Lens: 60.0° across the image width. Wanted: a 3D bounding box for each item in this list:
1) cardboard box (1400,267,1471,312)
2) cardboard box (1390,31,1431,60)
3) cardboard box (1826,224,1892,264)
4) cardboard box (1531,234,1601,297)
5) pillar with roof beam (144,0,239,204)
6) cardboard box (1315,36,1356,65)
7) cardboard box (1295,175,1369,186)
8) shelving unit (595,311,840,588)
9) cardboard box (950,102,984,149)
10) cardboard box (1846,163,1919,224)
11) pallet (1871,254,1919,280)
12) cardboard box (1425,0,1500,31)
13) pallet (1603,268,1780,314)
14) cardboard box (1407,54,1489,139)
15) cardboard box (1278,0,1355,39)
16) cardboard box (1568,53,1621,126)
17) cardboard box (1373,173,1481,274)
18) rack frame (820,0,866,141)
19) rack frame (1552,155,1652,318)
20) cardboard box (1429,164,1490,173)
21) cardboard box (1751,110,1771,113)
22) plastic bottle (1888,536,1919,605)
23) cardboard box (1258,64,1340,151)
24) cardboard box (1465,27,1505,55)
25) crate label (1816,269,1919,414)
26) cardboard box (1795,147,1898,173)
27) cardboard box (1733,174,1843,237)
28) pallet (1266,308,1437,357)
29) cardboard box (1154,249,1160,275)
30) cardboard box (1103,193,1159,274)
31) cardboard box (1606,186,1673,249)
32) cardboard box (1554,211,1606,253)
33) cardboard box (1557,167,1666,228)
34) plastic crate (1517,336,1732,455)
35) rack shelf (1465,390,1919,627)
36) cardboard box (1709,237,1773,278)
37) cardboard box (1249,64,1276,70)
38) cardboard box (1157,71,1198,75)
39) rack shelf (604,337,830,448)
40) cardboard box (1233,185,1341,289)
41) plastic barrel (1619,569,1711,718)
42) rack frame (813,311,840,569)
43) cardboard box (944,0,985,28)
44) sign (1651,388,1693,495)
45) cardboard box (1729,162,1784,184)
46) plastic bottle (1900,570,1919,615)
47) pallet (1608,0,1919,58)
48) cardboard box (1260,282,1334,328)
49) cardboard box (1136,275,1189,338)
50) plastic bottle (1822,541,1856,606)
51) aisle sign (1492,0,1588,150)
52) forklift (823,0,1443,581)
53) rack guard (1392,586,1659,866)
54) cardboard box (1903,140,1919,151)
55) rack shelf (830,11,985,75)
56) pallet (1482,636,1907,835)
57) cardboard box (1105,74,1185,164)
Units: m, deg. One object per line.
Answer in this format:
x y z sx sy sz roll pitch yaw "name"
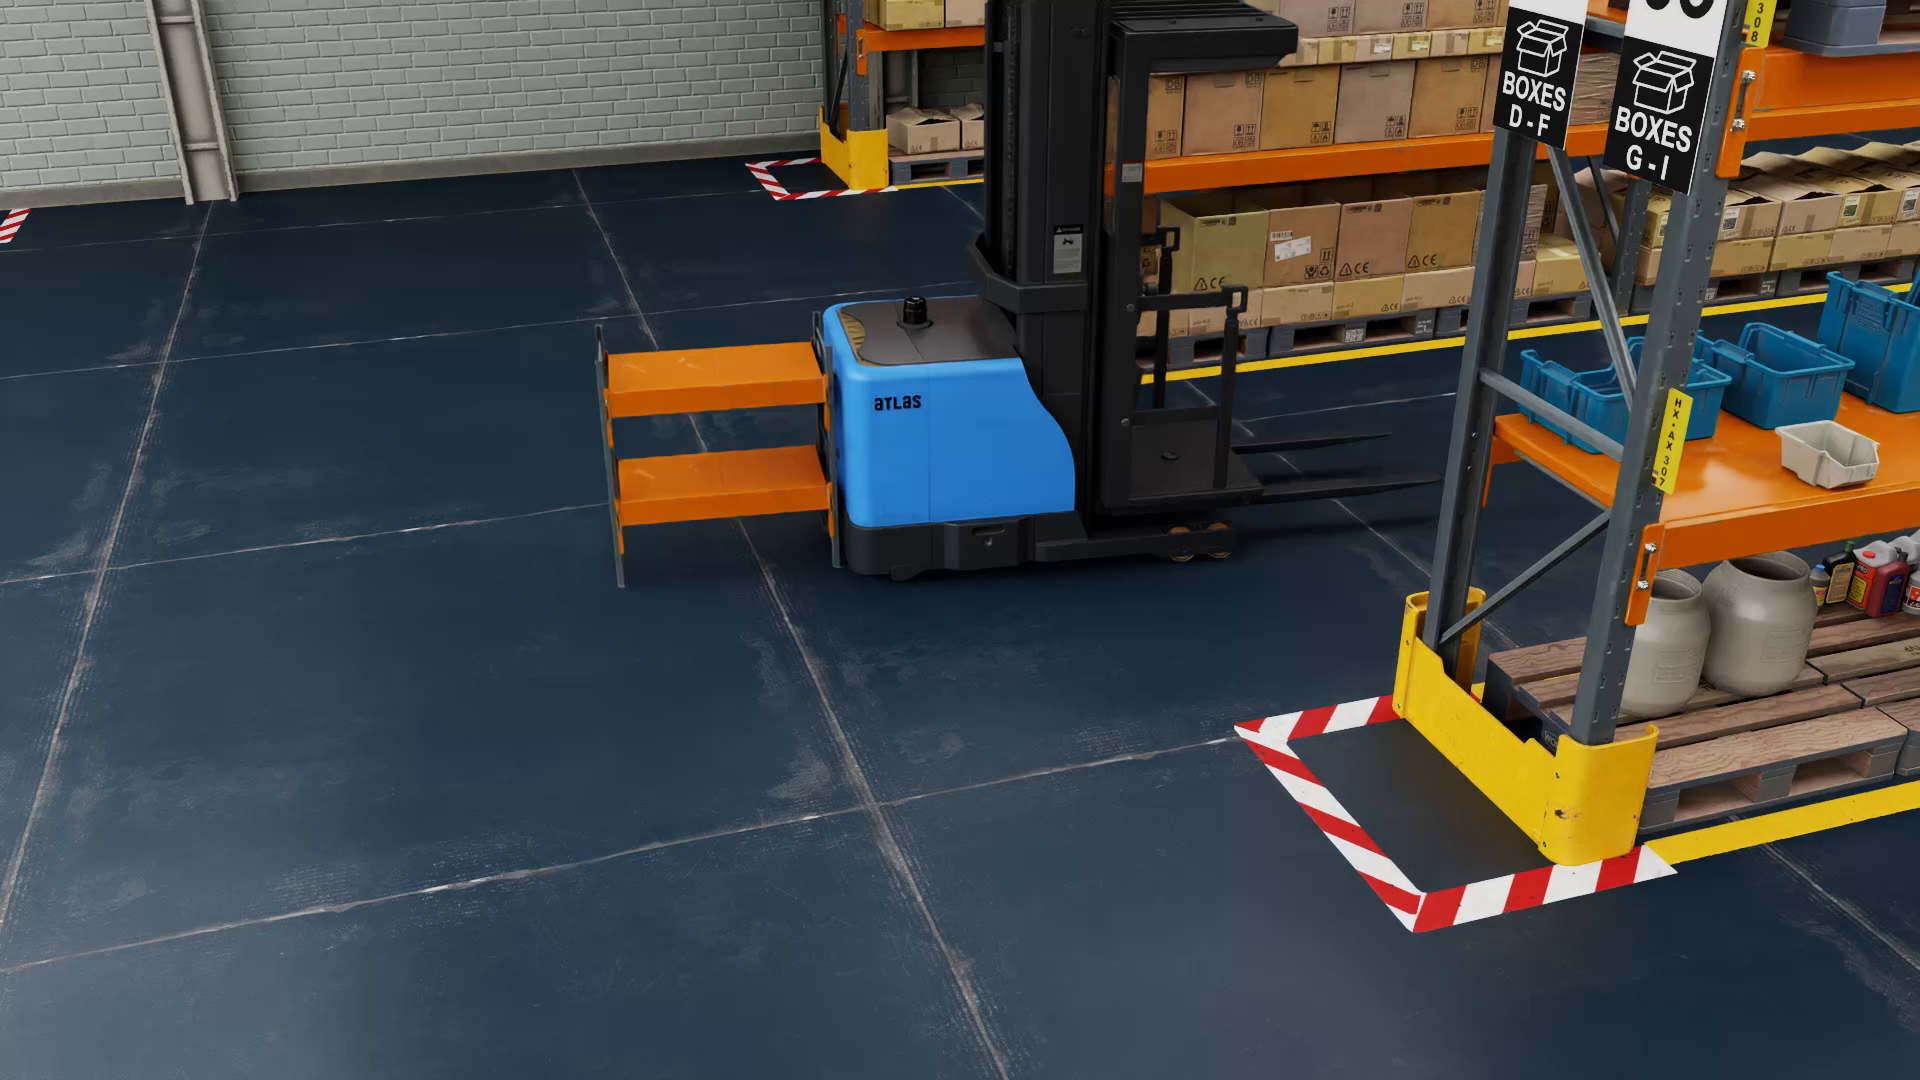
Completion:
3.002 -1.722 10.965 0.500 0.250 0.500 -8 28 -16 "cardboard box"
2.673 -3.057 10.192 0.250 0.149 0.380 -7 27 -14 "cardboard box"
6.247 -2.181 11.889 0.500 0.250 0.500 -8 27 -15 "cardboard box"
3.951 -1.862 11.246 0.500 0.250 0.500 -8 28 -16 "cardboard box"
-4.991 -5.107 8.418 0.400 9.000 9.100 -8 28 -16 "pillar with roof beam"
2.185 -2.987 10.052 0.250 0.149 0.380 -9 28 -17 "cardboard box"
2.361 -2.215 11.115 0.500 0.500 0.500 -8 28 -16 "cardboard box"
-1.136 -0.432 7.856 1.048 1.125 0.538 -5 27 -10 "shelving unit"
0.211 -3.733 14.925 0.500 0.311 0.500 -6 27 -12 "cardboard box"
6.733 -2.501 11.904 0.500 0.311 0.500 -8 28 -16 "cardboard box"
7.333 -2.266 12.578 1.213 0.211 1.003 -8 28 -16 "pallet"
2.948 -3.485 10.324 0.500 0.500 0.700 -8 28 -16 "cardboard box"
5.013 -1.930 11.901 1.213 0.211 1.003 -8 28 -16 "pallet"
2.927 -2.900 10.605 0.500 0.500 0.700 -8 27 -15 "cardboard box"
1.996 -3.347 10.047 0.500 0.500 0.700 -8 28 -16 "cardboard box"
3.904 -3.042 10.892 0.500 0.500 0.700 -9 28 -17 "cardboard box"
2.998 -2.063 10.809 0.500 0.500 0.500 -8 28 -16 "cardboard box"
-1.017 -4.604 14.151 0.127 3.000 1.000 -8 28 -16 "rack frame"
4.324 -3.061 11.043 0.127 3.000 1.000 -8 28 -16 "rack frame"
3.313 -2.350 11.387 0.500 0.500 0.500 -8 28 -16 "cardboard box"
5.230 -2.984 11.171 0.250 0.149 0.380 -8 28 -16 "cardboard box"
4.042 0.127 7.190 0.135 0.276 0.152 -9 28 -18 "plastic bottle"
1.941 -2.754 10.313 0.500 0.500 0.700 -8 28 -16 "cardboard box"
3.164 -3.129 10.338 0.250 0.149 0.380 -8 28 -16 "cardboard box"
3.718 -0.799 6.447 0.616 0.435 0.502 -8 28 -16 "crate label"
6.556 -2.727 12.358 0.500 0.311 0.500 -9 28 -17 "cardboard box"
5.764 -2.359 11.618 0.500 0.311 0.500 -9 28 -18 "cardboard box"
2.393 -1.551 11.137 1.213 0.211 1.003 -8 28 -16 "pallet"
1.411 -1.740 11.001 0.500 0.250 0.500 -8 28 -16 "cardboard box"
0.939 -2.003 10.687 0.500 0.500 0.500 -8 28 -16 "cardboard box"
4.794 -2.221 11.339 0.500 0.311 0.500 -8 28 -16 "cardboard box"
4.629 -2.198 11.923 0.500 0.250 0.500 -9 28 -17 "cardboard box"
4.621 -2.446 11.793 0.500 0.311 0.500 -8 28 -16 "cardboard box"
2.435 -0.545 6.141 0.616 0.251 0.499 -8 28 -16 "plastic crate"
3.953 -0.369 6.429 4.000 0.370 1.077 -8 28 -16 "rack shelf"
5.271 -2.038 11.603 0.500 0.250 0.500 -8 27 -15 "cardboard box"
1.689 -2.914 9.904 0.250 0.149 0.380 -9 28 -17 "cardboard box"
1.211 -2.846 9.768 0.250 0.149 0.380 -9 28 -17 "cardboard box"
-1.136 -0.695 7.726 1.000 0.278 0.538 -5 27 -10 "rack shelf"
2.046 -1.927 10.534 0.500 0.500 0.500 -8 28 -16 "cardboard box"
2.653 0.388 6.421 0.421 0.512 0.421 0 26 0 "plastic barrel"
-0.637 -0.476 7.944 0.032 1.125 0.500 -5 27 -10 "rack frame"
0.035 -4.557 14.202 0.500 0.250 0.500 -9 28 -18 "cardboard box"
2.217 -0.306 5.183 0.005 0.325 0.100 -8 28 -16 "sign"
5.589 -2.588 12.079 0.500 0.311 0.500 -8 28 -16 "cardboard box"
4.098 0.210 7.105 0.097 0.201 0.097 0 26 0 "plastic bottle"
2.868 -1.747 5.235 1.213 0.211 1.003 -8 28 -16 "pallet"
2.050 -1.586 10.691 0.500 0.250 0.500 -8 28 -16 "cardboard box"
1.100 -1.447 10.411 0.500 0.250 0.500 -8 28 -16 "cardboard box"
3.767 0.142 7.151 0.133 0.283 0.061 -8 27 -15 "plastic bottle"
1.891 -1.696 5.369 0.004 0.787 0.394 -8 28 -16 "aisle sign"
0.885 -1.434 7.842 3.031 2.935 1.130 -5 27 -10 "forklift"
2.109 0.674 6.331 0.348 0.500 1.175 -8 28 -16 "rack guard"
7.539 -2.872 12.651 0.500 0.311 0.500 -7 27 -14 "cardboard box"
0.885 -4.558 14.866 4.000 0.370 1.077 -8 28 -16 "rack shelf"
2.883 0.693 6.616 1.213 0.211 1.003 -8 28 -16 "pallet"
0.969 -2.614 10.030 0.500 0.500 0.700 -8 28 -16 "cardboard box"
